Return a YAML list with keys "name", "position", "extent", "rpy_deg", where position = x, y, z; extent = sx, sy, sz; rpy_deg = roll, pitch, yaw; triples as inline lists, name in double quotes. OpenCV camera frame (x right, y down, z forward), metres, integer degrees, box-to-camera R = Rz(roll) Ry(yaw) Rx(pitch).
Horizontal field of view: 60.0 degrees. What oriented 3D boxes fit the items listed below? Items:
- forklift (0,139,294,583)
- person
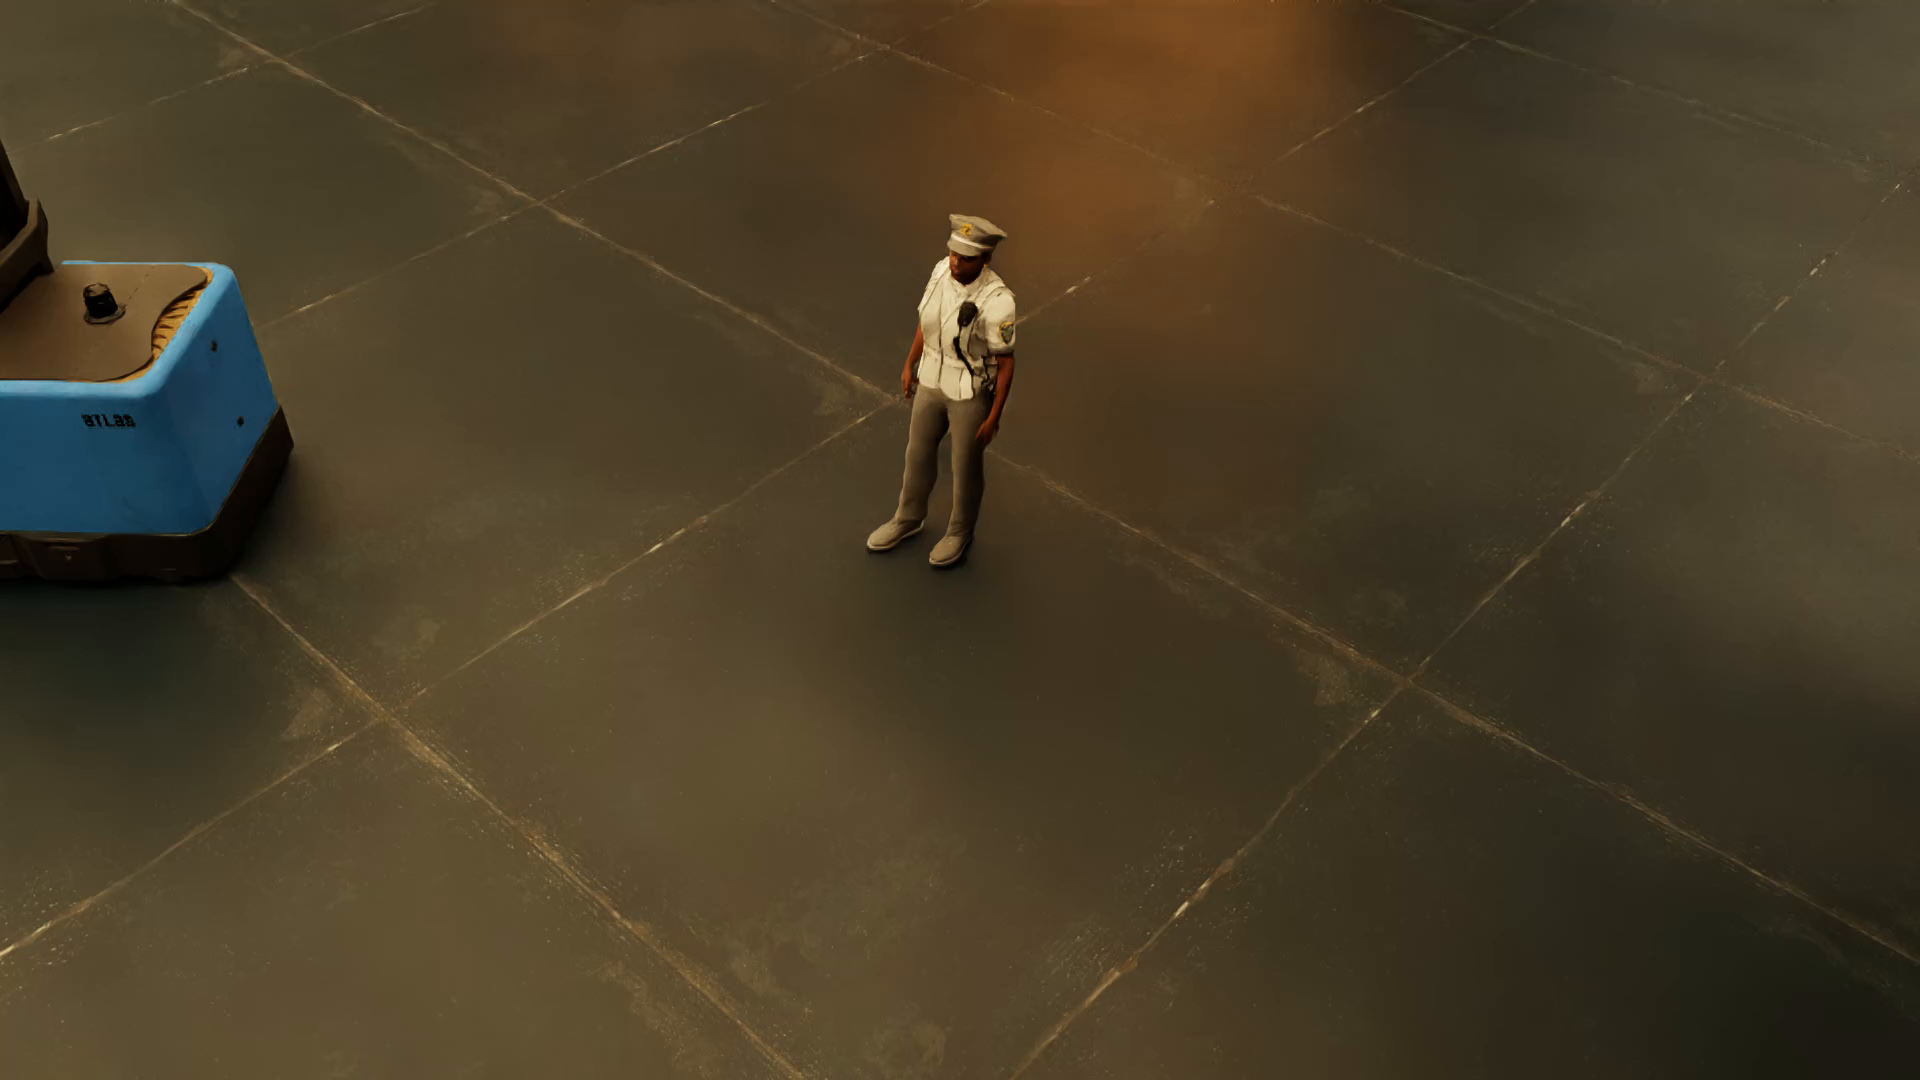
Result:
- name: "forklift"
  position: [-4.772, -1.258, 6.895]
  extent: [3.031, 2.935, 1.130]
  rpy_deg: [1, 41, 1]
- name: "person"
  position: [-0.066, -0.620, 7.091]
  extent: [0.570, 1.693, 0.527]
  rpy_deg: [31, 49, 31]
